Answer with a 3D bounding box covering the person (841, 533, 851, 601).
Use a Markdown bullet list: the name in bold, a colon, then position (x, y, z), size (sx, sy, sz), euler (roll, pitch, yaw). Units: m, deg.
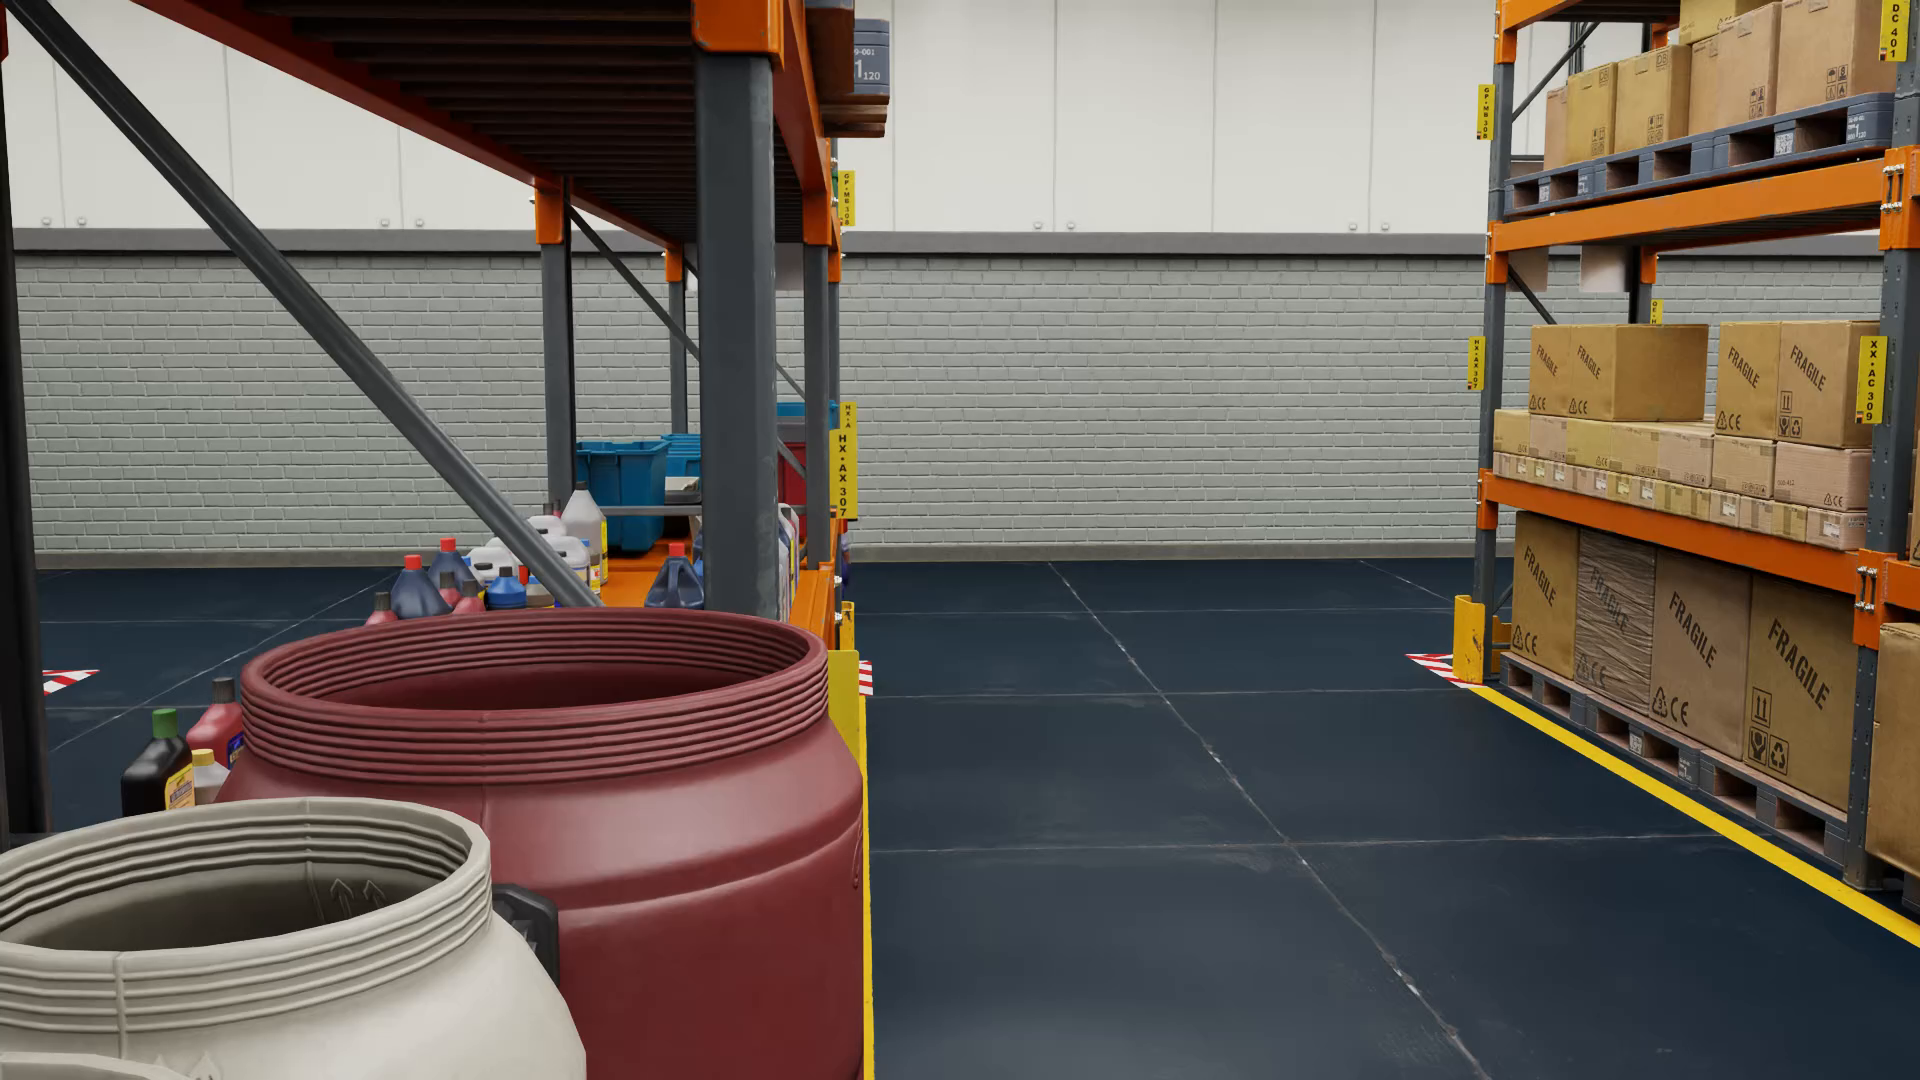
- **person**: position (-1.100, 0.148, 12.636), size (0.532, 0.923, 0.810), euler (0, 7, -3)
